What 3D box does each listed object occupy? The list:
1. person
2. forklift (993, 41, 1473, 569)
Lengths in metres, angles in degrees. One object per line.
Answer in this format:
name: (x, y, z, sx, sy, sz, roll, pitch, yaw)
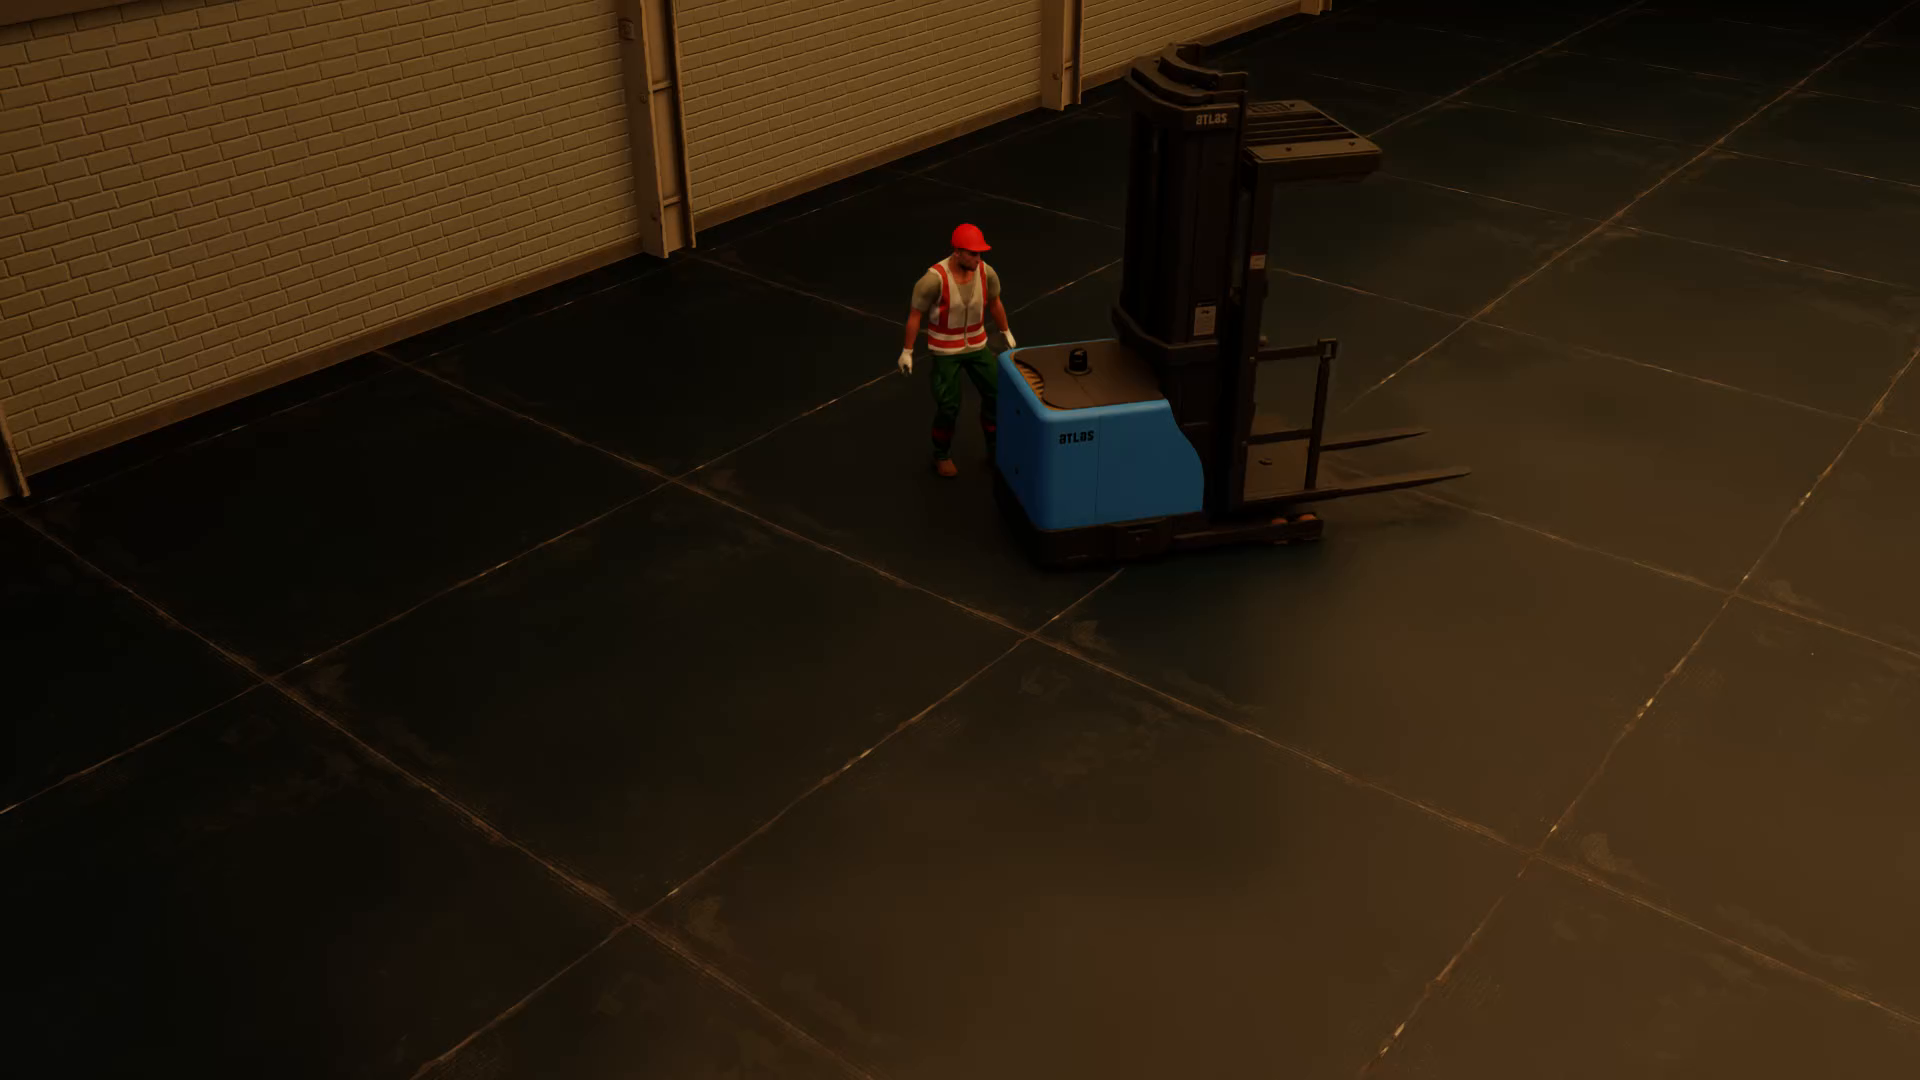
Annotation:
person: (0.030, -1.244, 10.894, 0.848, 1.750, 0.430, -15, 33, -23)
forklift: (1.793, -1.485, 10.137, 3.031, 2.935, 1.130, -8, 31, -13)
